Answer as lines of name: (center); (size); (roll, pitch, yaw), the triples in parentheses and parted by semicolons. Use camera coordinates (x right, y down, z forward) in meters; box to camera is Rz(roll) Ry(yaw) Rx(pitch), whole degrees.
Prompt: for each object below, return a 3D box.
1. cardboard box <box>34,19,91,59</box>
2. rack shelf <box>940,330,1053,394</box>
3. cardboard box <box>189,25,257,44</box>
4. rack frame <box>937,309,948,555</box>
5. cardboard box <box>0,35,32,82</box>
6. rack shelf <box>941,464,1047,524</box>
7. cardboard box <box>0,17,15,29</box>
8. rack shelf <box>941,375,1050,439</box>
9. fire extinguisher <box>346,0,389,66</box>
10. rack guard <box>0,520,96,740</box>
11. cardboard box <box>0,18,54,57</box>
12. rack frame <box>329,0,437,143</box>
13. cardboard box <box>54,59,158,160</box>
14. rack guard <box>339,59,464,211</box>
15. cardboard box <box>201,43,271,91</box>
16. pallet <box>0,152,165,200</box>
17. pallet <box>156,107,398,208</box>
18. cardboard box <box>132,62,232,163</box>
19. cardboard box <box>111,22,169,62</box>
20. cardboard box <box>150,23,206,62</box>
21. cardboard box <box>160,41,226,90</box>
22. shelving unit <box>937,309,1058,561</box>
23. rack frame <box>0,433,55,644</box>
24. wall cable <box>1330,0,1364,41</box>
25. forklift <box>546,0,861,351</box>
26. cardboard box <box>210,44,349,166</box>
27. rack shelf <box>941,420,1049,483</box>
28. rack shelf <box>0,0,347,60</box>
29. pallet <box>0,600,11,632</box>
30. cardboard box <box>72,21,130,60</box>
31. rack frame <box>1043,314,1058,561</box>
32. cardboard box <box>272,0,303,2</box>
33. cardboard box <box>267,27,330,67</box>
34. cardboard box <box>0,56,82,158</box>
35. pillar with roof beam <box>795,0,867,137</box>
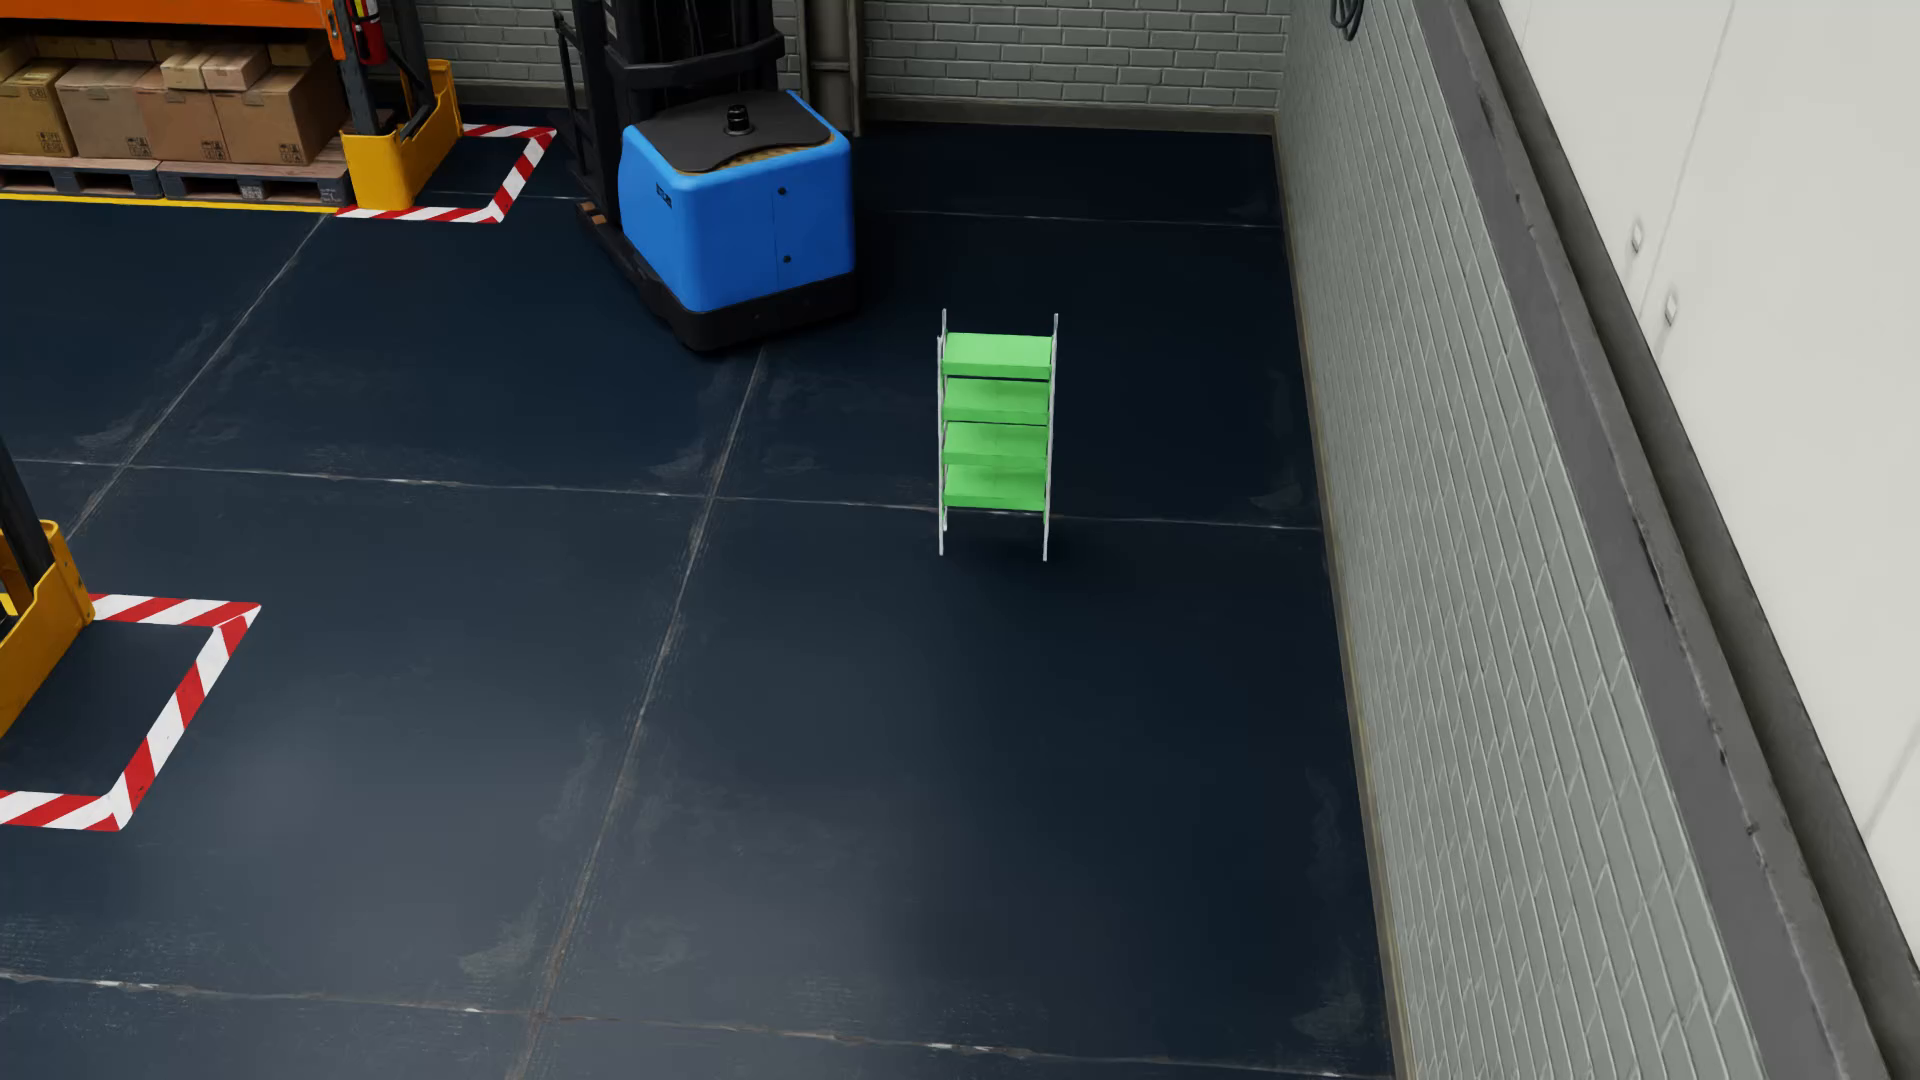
cardboard box: (-5.698, -3.231, 10.647); (0.250, 0.149, 0.380); (2, 39, 3)
rack shelf: (0.165, -0.779, 7.268); (0.480, 0.148, 0.258); (3, 39, 4)
cardboard box: (-4.687, -3.176, 10.580); (0.250, 0.149, 0.380); (3, 39, 4)
rack frame: (-0.078, -0.470, 7.547); (0.015, 1.200, 0.240); (3, 39, 4)
cardboard box: (-6.021, -3.006, 10.370); (0.250, 0.149, 0.380); (2, 39, 3)
rack shelf: (0.165, -0.221, 7.722); (0.480, 0.148, 0.258); (3, 39, 4)
cardboard box: (-6.206, -3.259, 10.681); (0.250, 0.149, 0.380); (2, 39, 2)
rack shelf: (0.165, -0.593, 7.419); (0.480, 0.148, 0.258); (3, 39, 4)
fire extinguisher: (-3.508, -3.137, 9.754); (0.183, 0.674, 0.296); (3, 39, 4)
rack guard: (-4.117, 0.471, 6.945); (0.348, 0.500, 1.175); (3, 39, 4)
cardboard box: (-5.955, -3.244, 10.664); (0.250, 0.149, 0.380); (4, 39, 4)
rack frame: (-3.618, -3.610, 9.979); (0.127, 3.000, 1.000); (3, 39, 4)
cardboard box: (-5.324, -2.832, 10.672); (0.500, 0.500, 0.700); (2, 39, 2)
rack guard: (-3.594, -2.639, 10.766); (0.348, 0.500, 1.175); (3, 39, 4)
cardboard box: (-4.468, -2.922, 10.268); (0.250, 0.149, 0.380); (3, 39, 3)
pallet: (-5.633, -2.591, 10.936); (1.213, 0.211, 1.003); (3, 39, 4)
pallet: (-4.421, -2.522, 10.852); (1.213, 0.211, 1.003); (3, 39, 4)
cardboard box: (-4.822, -2.805, 10.639); (0.500, 0.500, 0.700); (3, 39, 4)
cardboard box: (-5.190, -3.203, 10.613); (0.250, 0.149, 0.380); (4, 39, 4)
cardboard box: (-4.936, -3.190, 10.597); (0.250, 0.149, 0.380); (3, 39, 4)
cardboard box: (-4.722, -2.936, 10.285); (0.250, 0.149, 0.380); (4, 39, 5)
shelving unit: (0.165, -0.456, 7.531); (0.503, 1.200, 0.258); (3, 39, 4)
rack frame: (-4.042, -0.494, 6.151); (0.127, 3.000, 1.000); (3, 39, 4)
wall cable: (1.986, -4.199, 8.411); (0.112, 2.526, 3.097); (3, 39, 4)
forklift: (-1.721, -3.081, 9.384); (1.130, 2.935, 3.031); (-19, 43, -22)
cardboard box: (-4.324, -2.778, 10.605); (0.500, 0.500, 0.700); (3, 39, 4)
rack shelf: (0.165, -0.407, 7.571); (0.480, 0.148, 0.258); (3, 39, 4)
rack shelf: (-5.611, -3.440, 10.340); (4.000, 0.370, 1.077); (3, 39, 4)
pallet: (-4.912, 0.541, 7.089); (1.213, 0.211, 1.003); (3, 39, 4)
cardboard box: (-5.445, -3.217, 10.630); (0.250, 0.149, 0.380); (4, 39, 4)
rack frame: (0.408, -0.443, 7.514); (0.015, 1.200, 0.240); (3, 39, 4)
cardboard box: (-4.127, -3.747, 9.911); (0.700, 0.700, 0.980); (5, 39, 6)
cardboard box: (-4.182, -3.149, 10.546); (0.250, 0.149, 0.380); (3, 39, 4)
cardboard box: (-5.855, -2.857, 10.702); (0.500, 0.500, 0.700); (4, 39, 5)
pillar with roof beam: (-1.225, -3.626, 5.247); (0.400, 9.000, 9.100); (3, 39, 4)
